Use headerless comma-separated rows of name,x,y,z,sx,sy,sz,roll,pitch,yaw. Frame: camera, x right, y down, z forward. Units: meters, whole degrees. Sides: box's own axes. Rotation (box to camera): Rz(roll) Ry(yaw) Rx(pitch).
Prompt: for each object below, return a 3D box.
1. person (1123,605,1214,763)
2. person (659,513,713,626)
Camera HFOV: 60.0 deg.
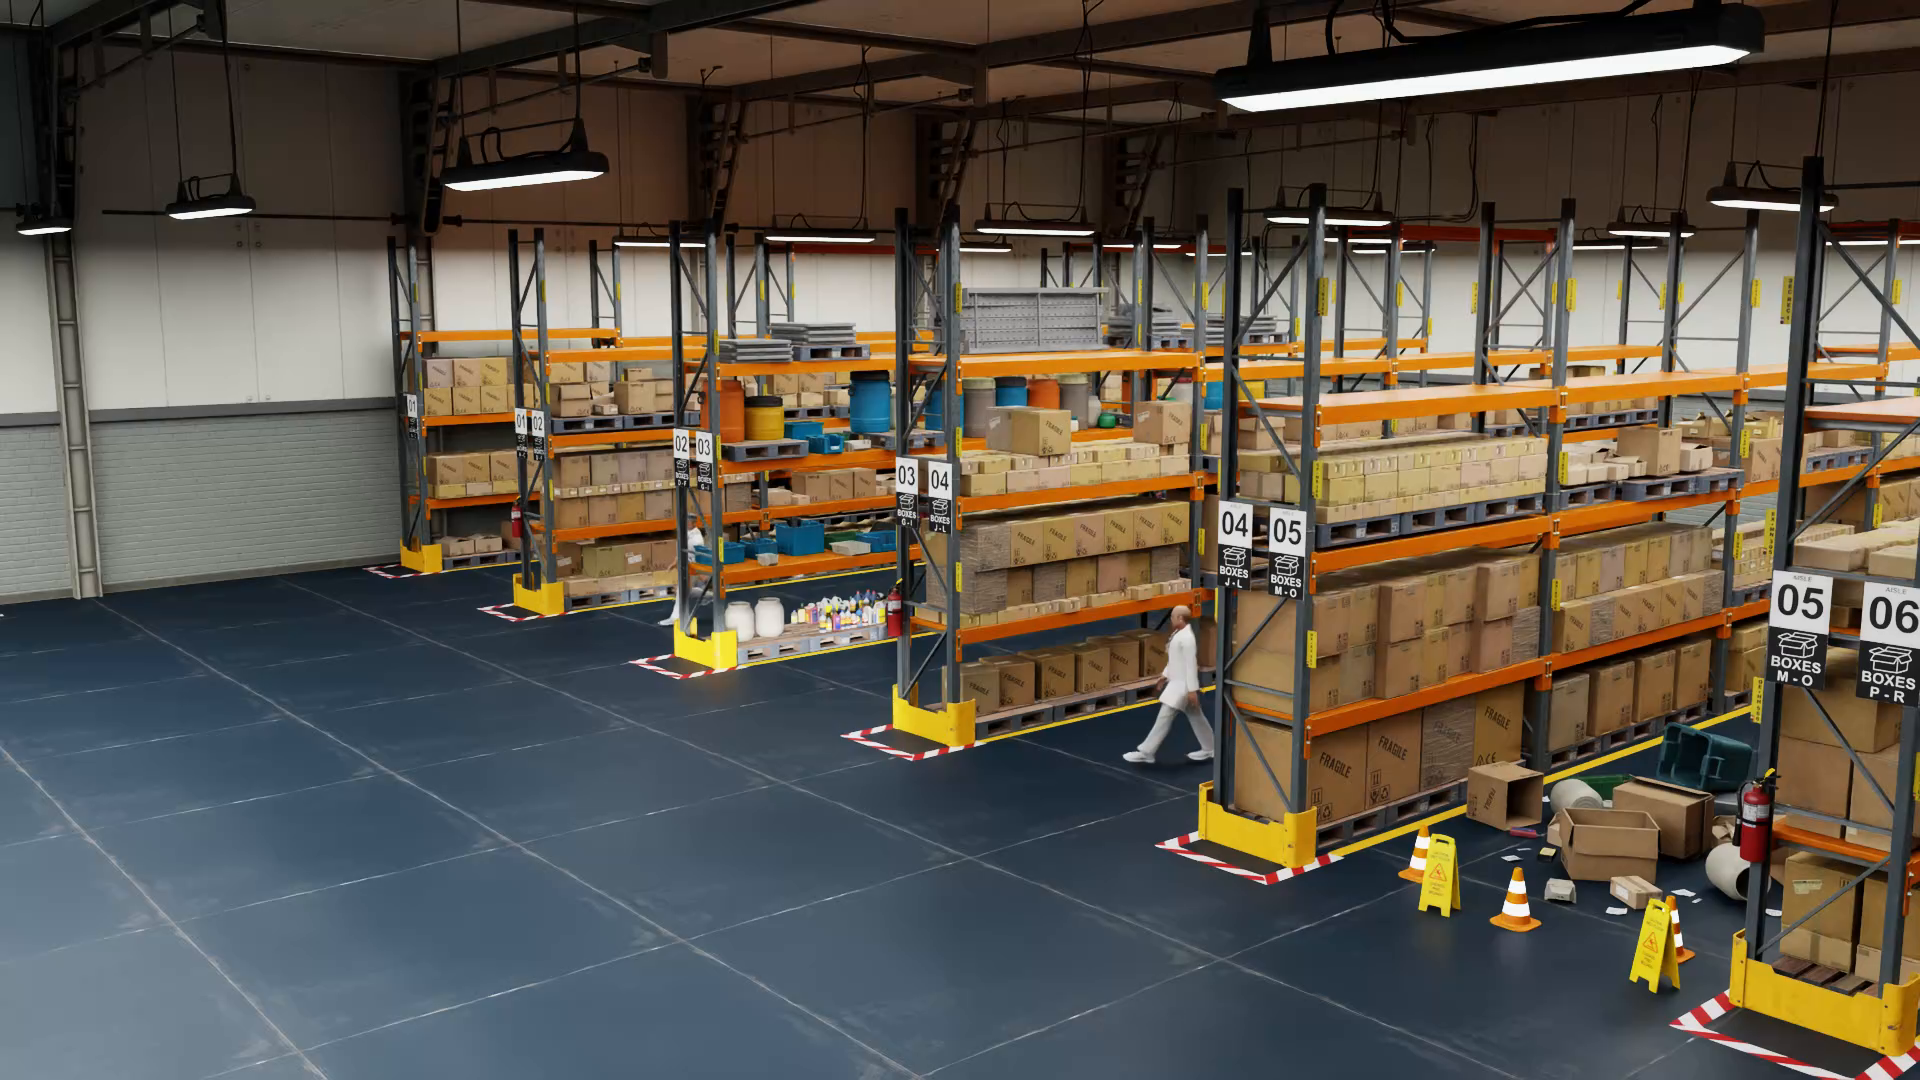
person,2.302,1.594,17.954,1.078,1.633,0.644,0,9,3
person,-4.139,0.428,25.380,0.961,1.710,0.618,-5,10,-30
